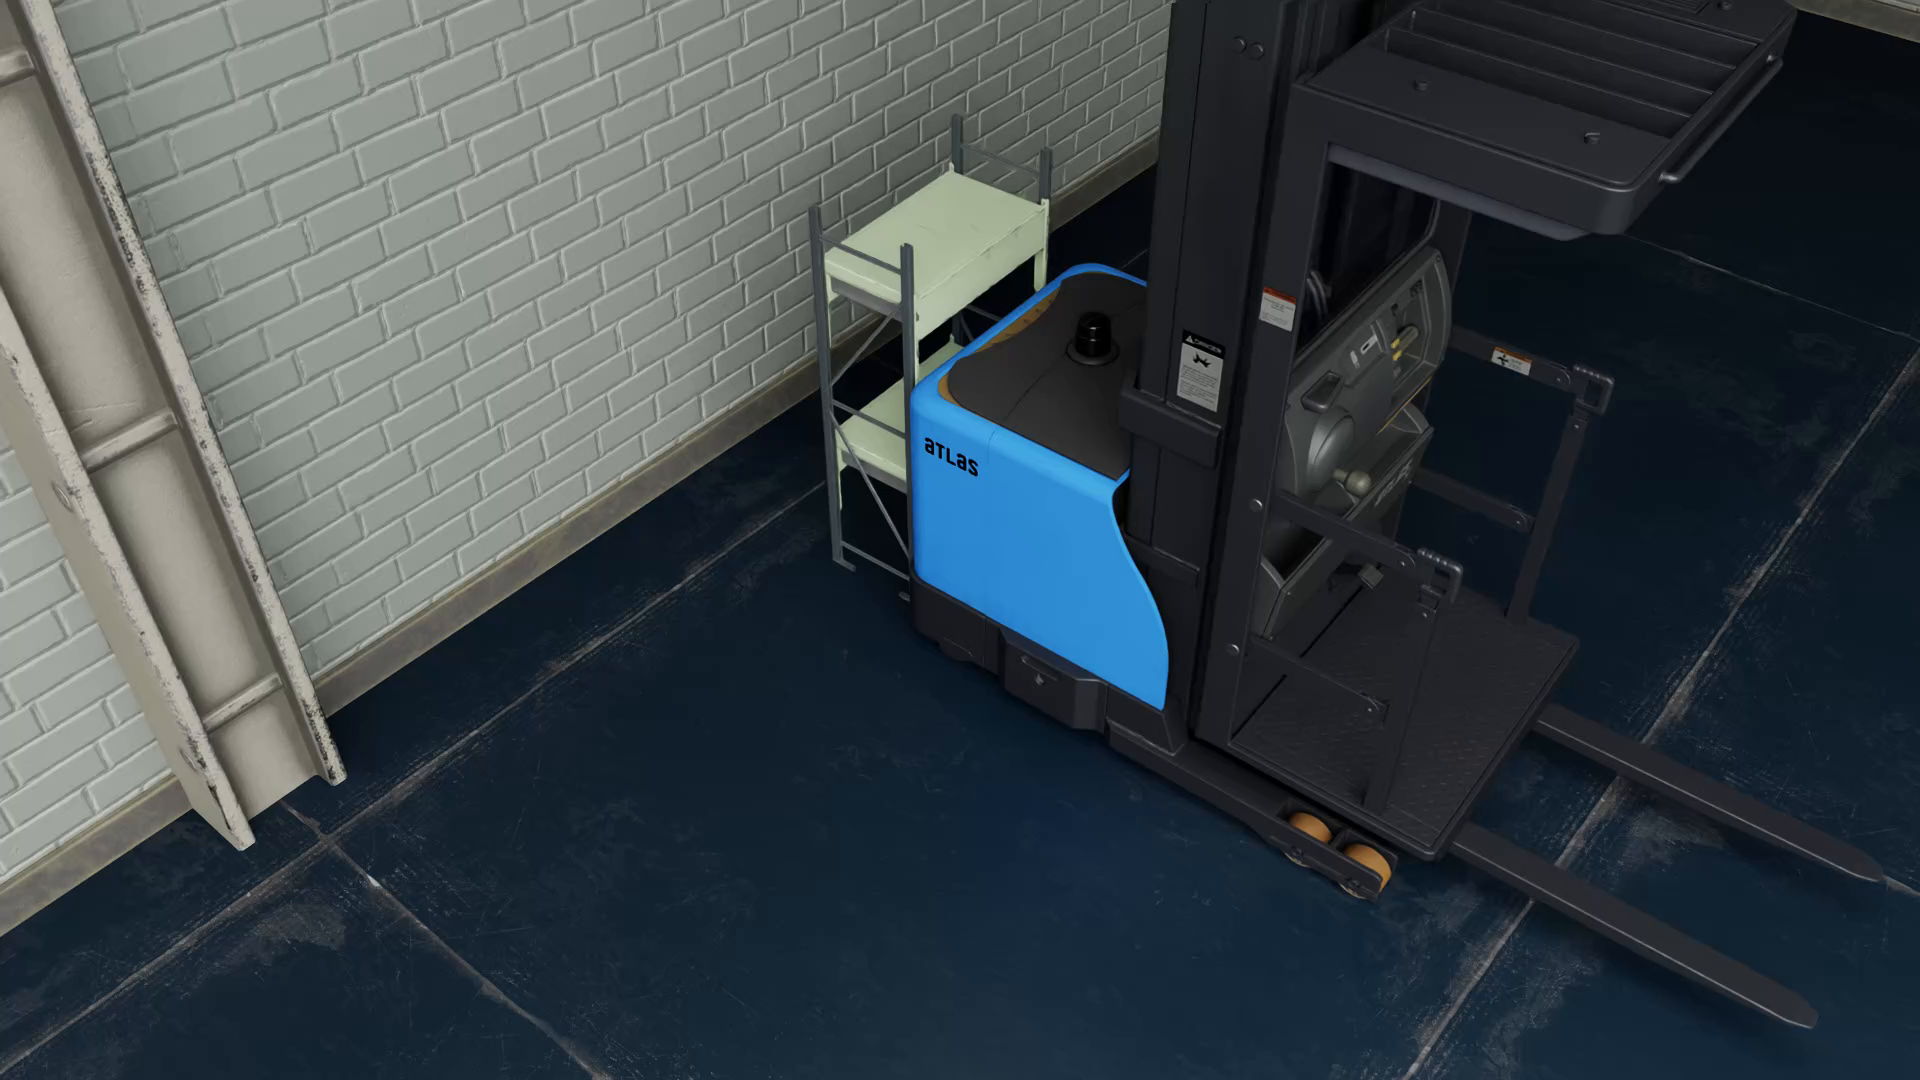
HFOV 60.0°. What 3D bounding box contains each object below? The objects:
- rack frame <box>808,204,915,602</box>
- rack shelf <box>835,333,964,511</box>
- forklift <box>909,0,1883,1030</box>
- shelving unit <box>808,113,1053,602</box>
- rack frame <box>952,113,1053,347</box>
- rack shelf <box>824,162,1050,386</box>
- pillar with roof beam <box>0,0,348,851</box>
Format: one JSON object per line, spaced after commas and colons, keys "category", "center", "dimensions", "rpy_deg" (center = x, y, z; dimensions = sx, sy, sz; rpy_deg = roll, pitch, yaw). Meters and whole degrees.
{"category": "rack frame", "center": [-0.306, -0.403, 5.579], "dimensions": [0.400, 1.500, 0.023], "rpy_deg": [27, 49, 27]}
{"category": "rack shelf", "center": [-0.085, -0.358, 6.014], "dimensions": [0.431, 0.370, 0.720], "rpy_deg": [27, 49, 27]}
{"category": "forklift", "center": [1.301, -0.405, 4.517], "dimensions": [3.031, 2.935, 1.130], "rpy_deg": [28, 49, 27]}
{"category": "shelving unit", "center": [-0.085, -0.599, 5.794], "dimensions": [0.431, 1.500, 0.755], "rpy_deg": [27, 49, 27]}
{"category": "rack frame", "center": [0.137, -0.795, 6.010], "dimensions": [0.400, 1.500, 0.023], "rpy_deg": [27, 49, 27]}
{"category": "rack shelf", "center": [-0.085, -0.888, 5.532], "dimensions": [0.431, 0.370, 0.720], "rpy_deg": [27, 49, 27]}
{"category": "pillar with roof beam", "center": [1.063, -0.662, 0.290], "dimensions": [9.100, 9.000, 0.400], "rpy_deg": [29, 50, 28]}
